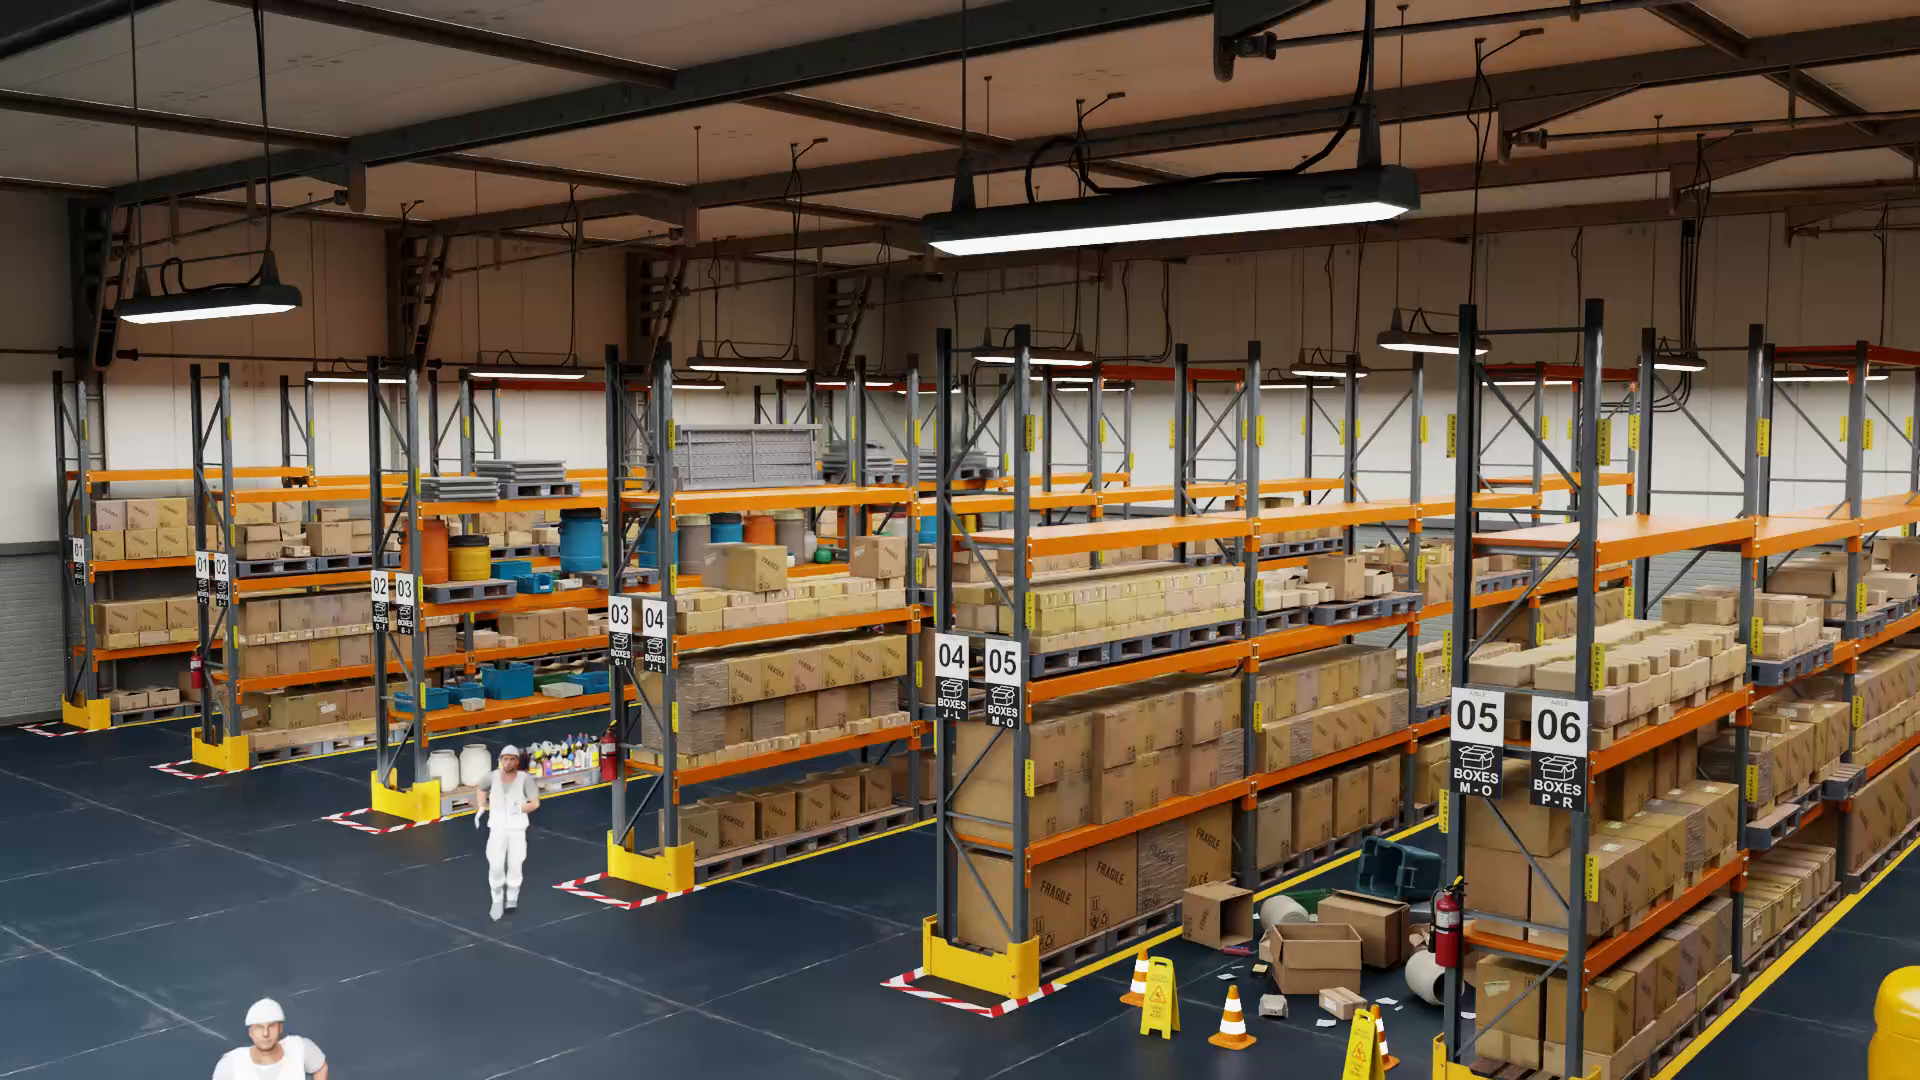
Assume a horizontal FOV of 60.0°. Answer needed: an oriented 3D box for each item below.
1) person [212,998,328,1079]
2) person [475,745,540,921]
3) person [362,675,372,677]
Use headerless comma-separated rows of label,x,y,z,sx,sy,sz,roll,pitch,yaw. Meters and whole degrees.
person,-4.000,3.559,9.626,0.664,1.823,0.824,-2,4,-21
person,-4.702,3.030,17.276,0.669,1.804,0.694,-1,4,-13
person,-10.263,2.246,28.788,0.592,1.734,0.684,3,5,38
